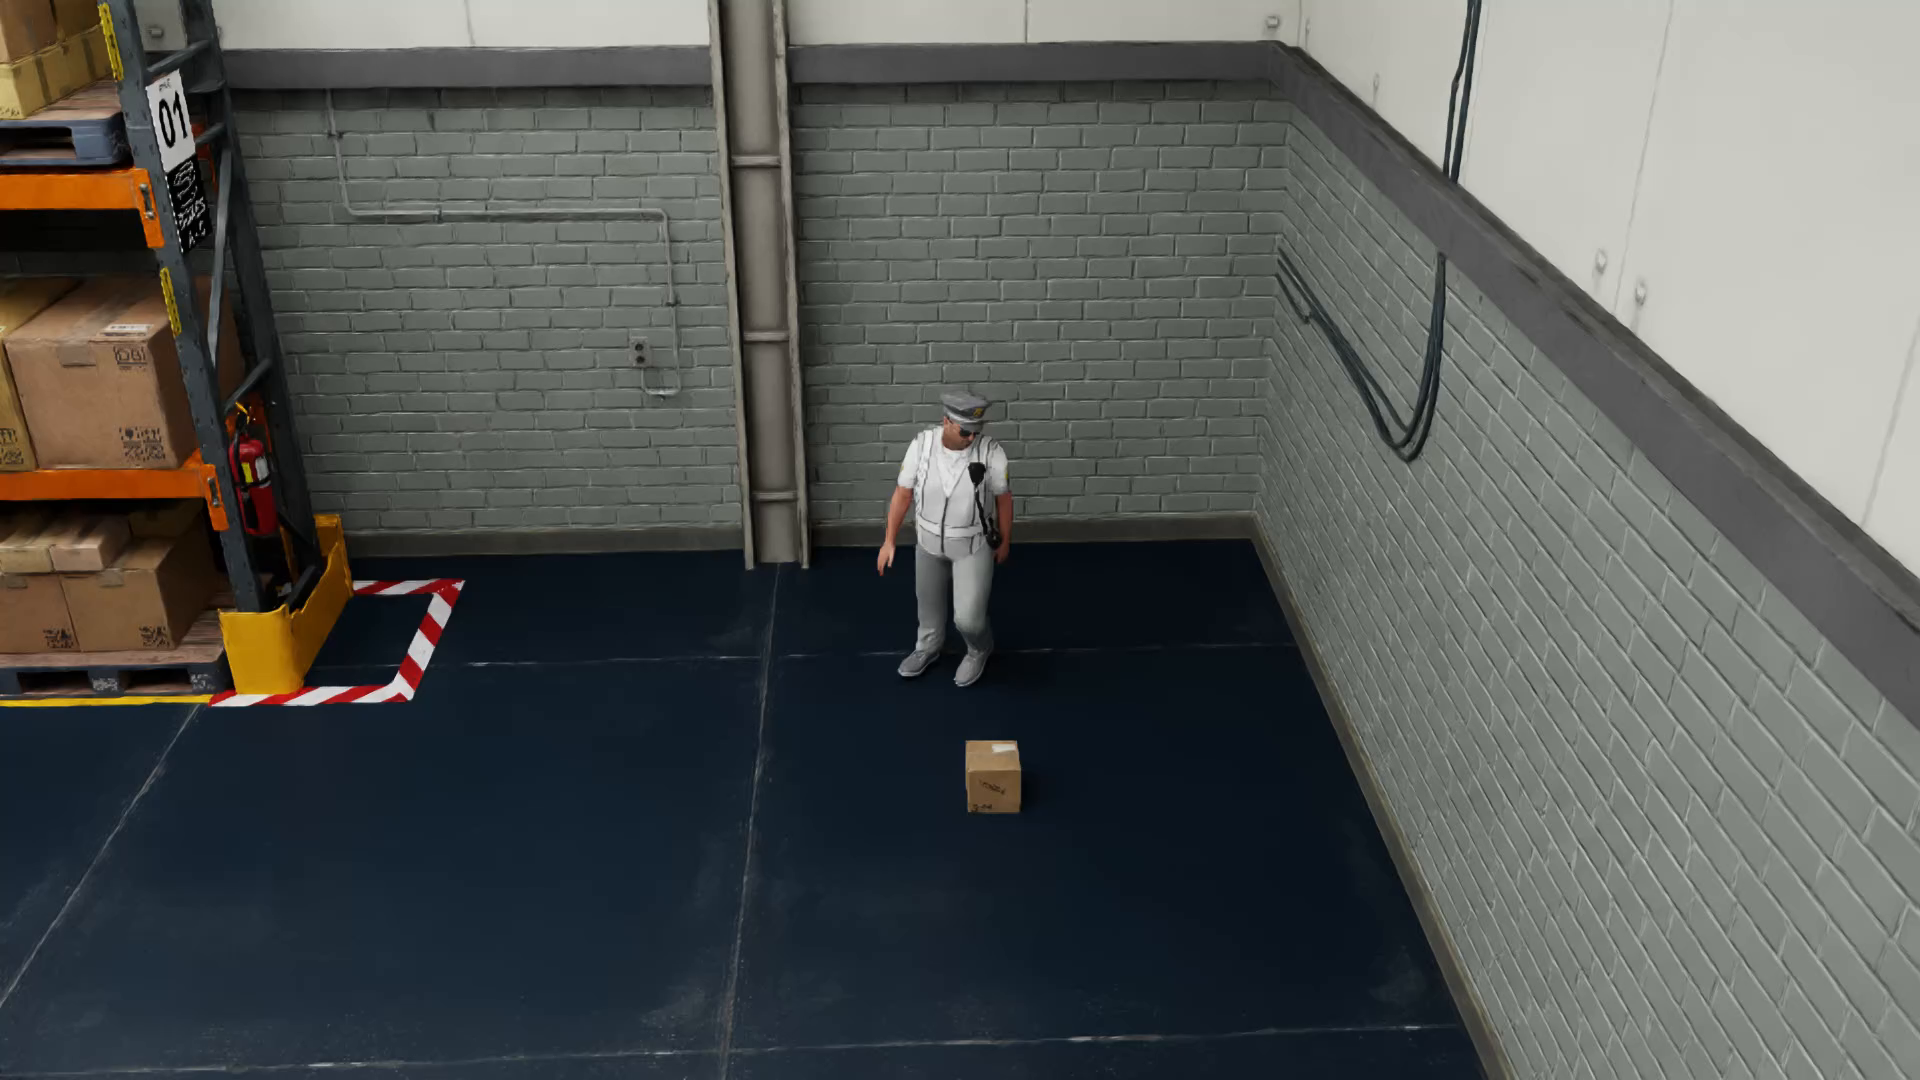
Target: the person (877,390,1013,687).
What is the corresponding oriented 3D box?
[{"bbox_3d":[-0.068,0.011,8.597,0.627,1.711,0.523,10,29,19],"label":"person"}]
